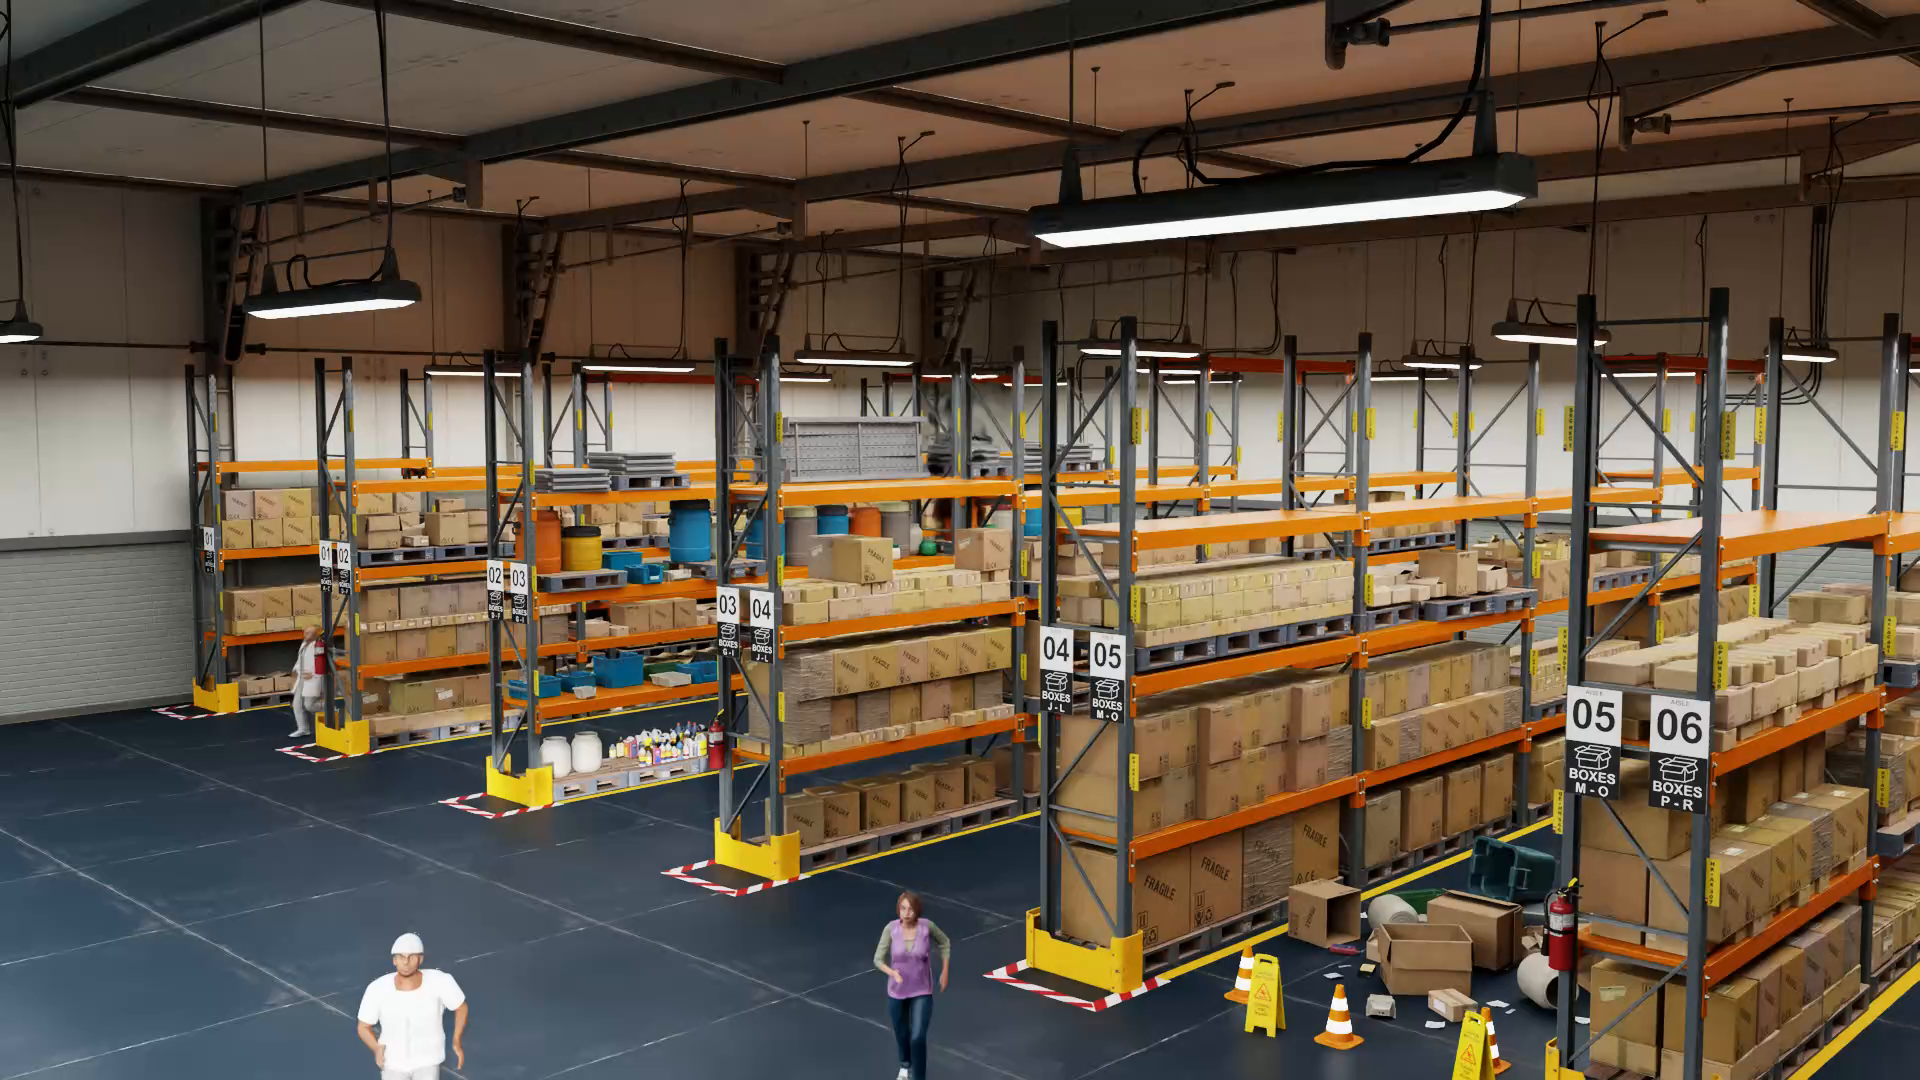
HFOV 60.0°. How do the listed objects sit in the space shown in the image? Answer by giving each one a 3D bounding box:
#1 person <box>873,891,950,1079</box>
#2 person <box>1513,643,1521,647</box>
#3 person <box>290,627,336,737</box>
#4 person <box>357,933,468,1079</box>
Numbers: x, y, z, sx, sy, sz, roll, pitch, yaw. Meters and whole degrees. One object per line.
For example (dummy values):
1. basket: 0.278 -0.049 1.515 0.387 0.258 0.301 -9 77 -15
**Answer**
1. person: -0.362 3.424 12.426 0.555 1.658 0.713 0 4 5
2. person: 8.518 2.398 25.276 0.889 1.680 0.558 -4 6 -41
3. person: -10.434 2.260 26.686 0.751 1.735 0.808 2 5 28
4. person: -3.636 3.463 11.024 0.700 1.723 0.582 -1 4 -11
